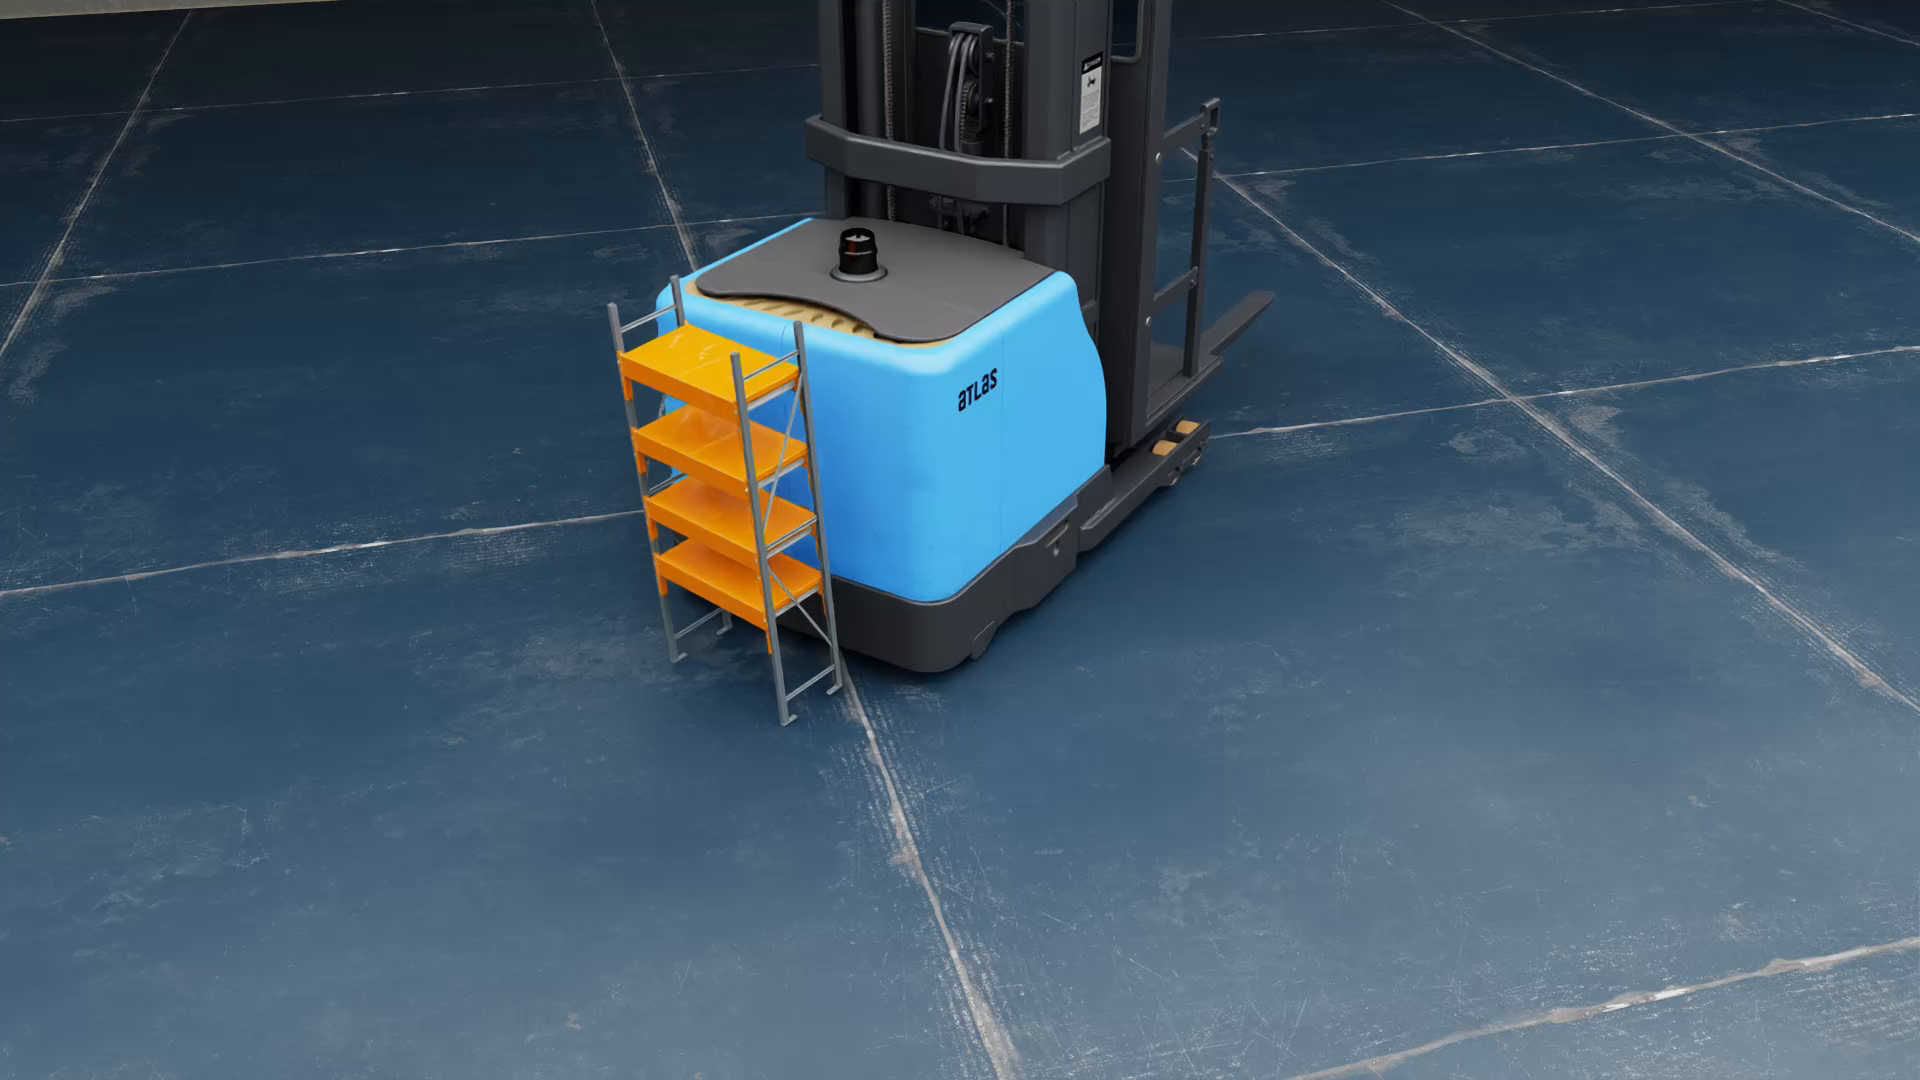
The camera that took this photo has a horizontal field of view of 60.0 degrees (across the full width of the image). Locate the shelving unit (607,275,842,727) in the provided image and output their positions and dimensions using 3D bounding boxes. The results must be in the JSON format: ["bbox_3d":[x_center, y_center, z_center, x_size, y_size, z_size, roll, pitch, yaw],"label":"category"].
[{"bbox_3d":[-0.647,-0.096,4.700,0.503,1.200,0.258,24,42,35],"label":"shelving unit"}]

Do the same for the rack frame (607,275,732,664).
[{"bbox_3d":[-0.830,-0.176,4.840,0.015,1.200,0.240,24,42,35],"label":"rack frame"}]

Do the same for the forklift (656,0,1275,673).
[{"bbox_3d":[0.281,-1.576,5.547,1.130,2.935,3.031,17,34,27],"label":"forklift"}]

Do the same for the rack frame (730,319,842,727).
[{"bbox_3d":[-0.464,-0.015,4.561,0.015,1.200,0.240,24,42,35],"label":"rack frame"}]

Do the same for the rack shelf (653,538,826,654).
[{"bbox_3d":[-0.634,0.127,4.845,0.480,0.148,0.258,24,42,35],"label":"rack shelf"}]

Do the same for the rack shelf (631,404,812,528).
[{"bbox_3d":[-0.655,-0.227,4.615,0.480,0.148,0.258,24,42,35],"label":"rack shelf"}]

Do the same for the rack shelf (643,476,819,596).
[{"bbox_3d":[-0.644,-0.039,4.737,0.480,0.148,0.258,24,42,35],"label":"rack shelf"}]

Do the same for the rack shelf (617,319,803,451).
[{"bbox_3d":[-0.666,-0.424,4.486,0.480,0.148,0.258,24,42,35],"label":"rack shelf"}]
